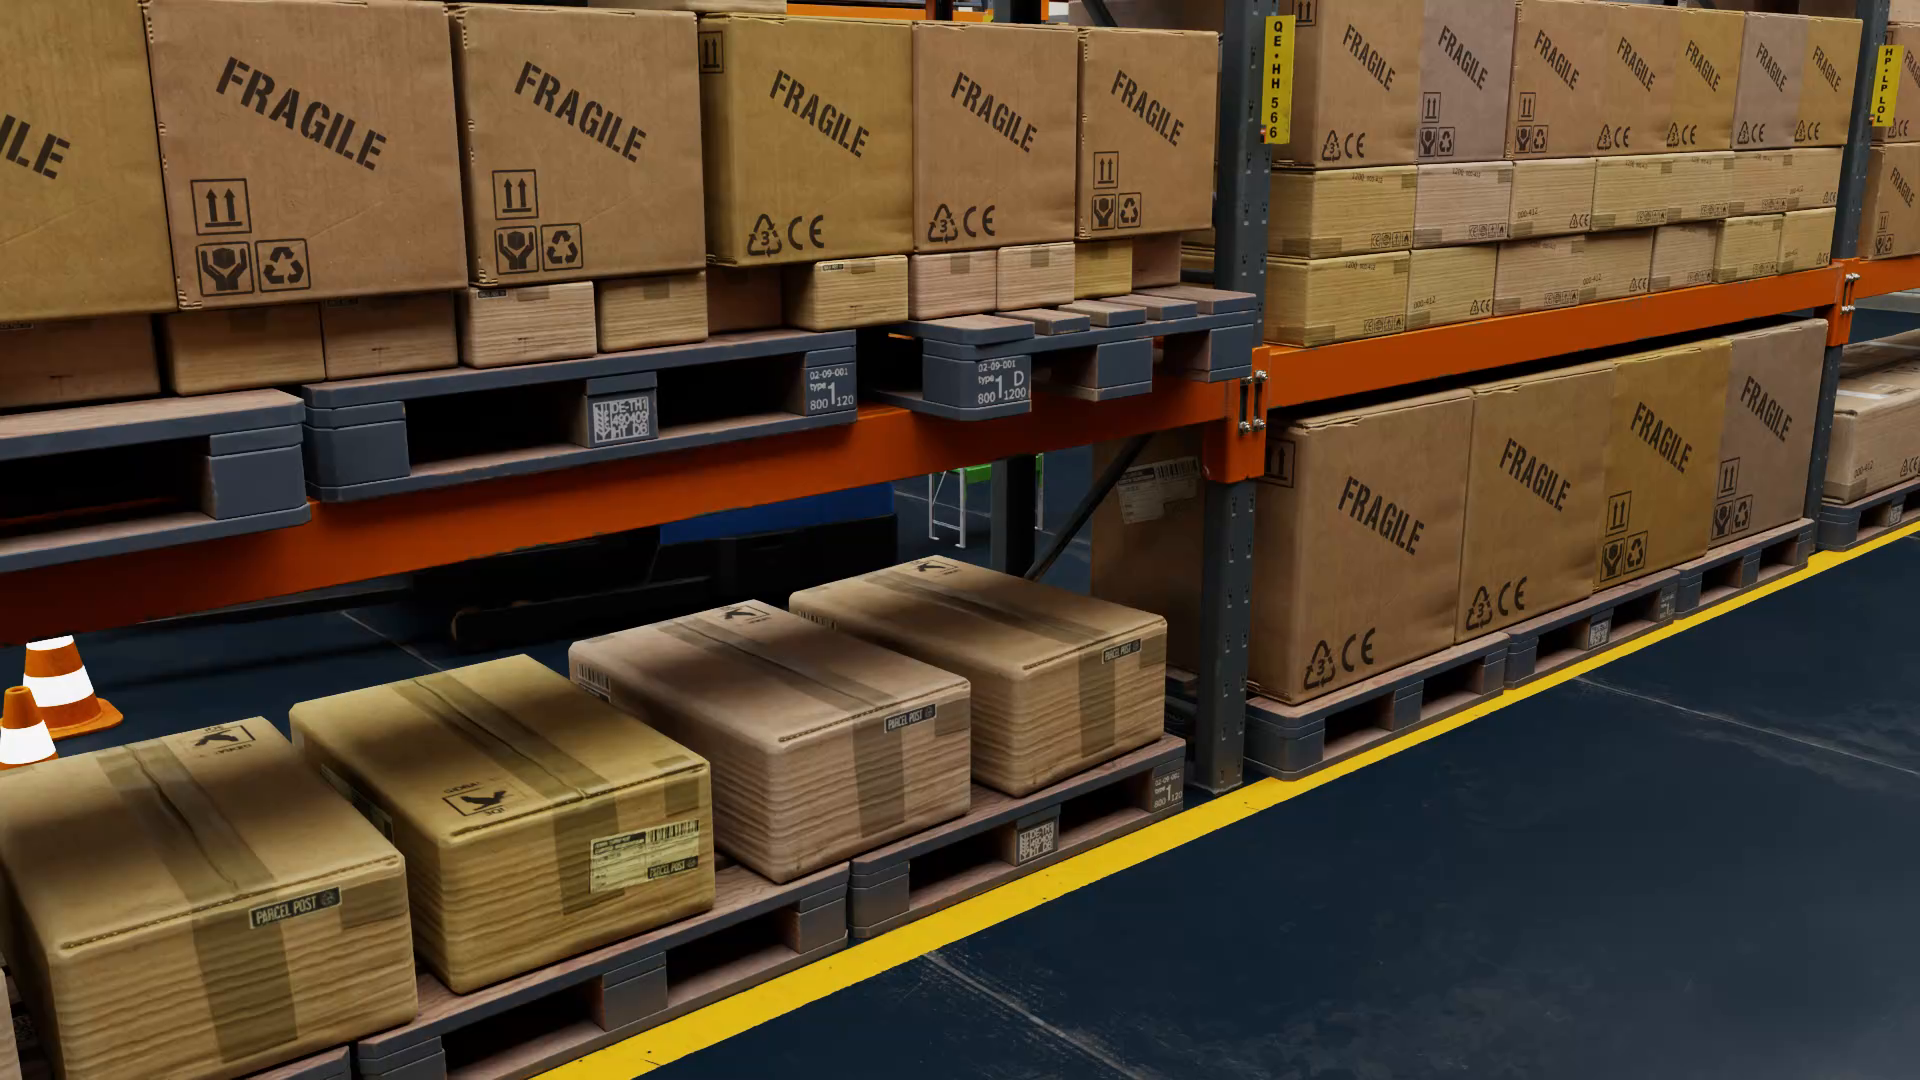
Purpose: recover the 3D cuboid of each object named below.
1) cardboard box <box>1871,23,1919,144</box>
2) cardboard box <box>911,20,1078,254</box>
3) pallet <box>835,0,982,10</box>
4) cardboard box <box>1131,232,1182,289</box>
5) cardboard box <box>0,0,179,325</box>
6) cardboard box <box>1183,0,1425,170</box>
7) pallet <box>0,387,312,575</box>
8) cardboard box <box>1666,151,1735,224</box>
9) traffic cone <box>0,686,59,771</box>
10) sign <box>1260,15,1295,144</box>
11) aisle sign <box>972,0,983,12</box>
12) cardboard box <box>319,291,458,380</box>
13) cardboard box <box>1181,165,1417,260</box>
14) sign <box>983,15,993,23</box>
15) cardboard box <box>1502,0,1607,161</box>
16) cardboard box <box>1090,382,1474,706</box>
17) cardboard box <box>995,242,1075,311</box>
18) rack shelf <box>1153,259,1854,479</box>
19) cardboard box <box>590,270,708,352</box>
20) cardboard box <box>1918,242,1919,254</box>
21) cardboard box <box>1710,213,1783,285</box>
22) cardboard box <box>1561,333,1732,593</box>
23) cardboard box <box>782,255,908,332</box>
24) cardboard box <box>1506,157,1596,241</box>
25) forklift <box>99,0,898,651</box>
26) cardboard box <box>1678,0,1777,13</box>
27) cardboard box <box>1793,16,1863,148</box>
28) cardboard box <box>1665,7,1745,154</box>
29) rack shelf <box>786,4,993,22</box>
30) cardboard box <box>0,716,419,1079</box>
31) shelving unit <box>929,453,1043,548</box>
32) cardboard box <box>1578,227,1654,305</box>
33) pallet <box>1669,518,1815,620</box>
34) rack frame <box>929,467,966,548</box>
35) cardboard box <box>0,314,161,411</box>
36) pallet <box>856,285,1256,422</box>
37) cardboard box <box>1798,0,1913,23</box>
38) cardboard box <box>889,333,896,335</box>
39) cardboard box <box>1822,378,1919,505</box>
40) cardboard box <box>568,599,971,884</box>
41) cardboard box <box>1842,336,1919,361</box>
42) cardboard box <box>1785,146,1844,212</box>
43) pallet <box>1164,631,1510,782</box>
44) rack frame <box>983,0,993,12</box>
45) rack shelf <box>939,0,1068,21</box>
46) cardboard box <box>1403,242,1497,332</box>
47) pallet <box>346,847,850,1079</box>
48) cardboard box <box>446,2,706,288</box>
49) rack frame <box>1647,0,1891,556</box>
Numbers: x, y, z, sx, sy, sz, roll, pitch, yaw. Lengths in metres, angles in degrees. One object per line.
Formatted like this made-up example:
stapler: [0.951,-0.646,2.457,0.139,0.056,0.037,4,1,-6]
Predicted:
cardboard box: [4.008,-2.039,7.438,0.500,0.500,0.500,-12,19,-39]
cardboard box: [-0.071,-0.970,3.986,0.500,0.500,0.500,-13,20,-40]
pallet: [-0.551,-5.359,16.360,1.213,0.211,1.003,-13,19,-39]
cardboard box: [0.379,-0.776,4.517,0.250,0.149,0.380,-12,19,-37]
cardboard box: [-1.626,-0.622,2.682,0.500,0.500,0.500,-13,19,-39]
cardboard box: [1.005,-1.363,4.910,0.500,0.500,0.500,-14,20,-41]
pallet: [-1.873,-0.127,2.784,1.213,0.211,1.003,-13,19,-39]
cardboard box: [2.558,-1.346,6.297,0.500,0.250,0.500,-12,19,-38]
traffic cone: [-2.529,0.625,4.515,0.334,0.463,0.336,-13,19,-39]
sign: [0.835,-1.213,4.389,0.005,0.325,0.100,-13,19,-39]
aisle sign: [0.253,-5.290,16.706,0.004,0.787,0.394,-13,19,-39]
cardboard box: [-1.154,-0.413,3.155,0.250,0.149,0.380,-12,19,-39]
cardboard box: [1.017,-1.003,5.014,0.500,0.250,0.500,-13,20,-40]
sign: [0.105,-1.463,5.171,0.005,0.325,0.100,-13,19,-39]
cardboard box: [1.773,-1.534,5.549,0.500,0.500,0.500,-12,19,-38]
cardboard box: [1.048,-0.073,5.515,0.875,0.875,0.875,-13,20,-40]
cardboard box: [0.064,-0.665,4.101,0.250,0.149,0.380,-13,20,-40]
rack shelf: [1.981,-0.787,6.279,4.000,0.370,1.077,-13,19,-39]
cardboard box: [-0.738,-0.498,3.476,0.250,0.149,0.380,-13,20,-41]
cardboard box: [4.398,-1.635,7.865,0.500,0.500,0.500,-12,19,-39]
cardboard box: [2.932,-1.190,6.684,0.500,0.250,0.500,-13,20,-40]
cardboard box: [2.398,-0.375,6.645,0.875,0.875,0.875,-12,19,-38]
cardboard box: [-0.330,-0.575,3.763,0.250,0.149,0.380,-12,19,-38]
cardboard box: [1.791,-1.172,5.648,0.500,0.250,0.500,-13,20,-40]
forklift: [-1.806,-1.157,6.400,3.031,2.935,1.130,-8,17,-28]
cardboard box: [3.513,-2.433,7.656,0.250,0.149,0.380,-13,20,-40]
cardboard box: [3.317,-1.880,6.846,0.500,0.500,0.500,-12,19,-38]
cardboard box: [2.537,-1.709,6.206,0.500,0.500,0.500,-12,19,-38]
rack shelf: [-1.507,-4.843,15.651,4.000,0.370,1.077,-13,19,-39]
cardboard box: [-1.611,0.736,3.459,0.625,0.372,0.950,-11,19,-36]
shelving unit: [0.125,-0.608,7.700,0.503,1.200,0.258,-13,19,-39]
cardboard box: [2.152,-1.020,6.047,0.500,0.250,0.500,-13,19,-39]
pallet: [2.957,0.019,7.270,1.213,0.211,1.003,-13,19,-39]
rack frame: [-0.059,-0.566,7.545,0.015,1.200,0.240,-13,19,-39]
cardboard box: [-1.563,-0.336,2.867,0.250,0.149,0.380,-11,19,-36]
pallet: [0.004,-0.562,4.413,1.003,0.211,1.213,-13,19,-39]
cardboard box: [3.898,-2.321,7.240,0.250,0.149,0.380,-13,20,-40]
cardboard box: [-0.616,-1.154,10.288,0.500,0.500,0.500,-13,20,-41]
cardboard box: [4.034,-0.524,8.051,0.875,0.438,0.875,-13,20,-40]
cardboard box: [-0.512,0.491,4.378,0.625,0.372,0.950,-13,20,-40]
cardboard box: [5.390,-0.828,9.190,0.875,0.438,0.875,-12,19,-38]
cardboard box: [3.317,-1.521,6.953,0.500,0.250,0.500,-13,20,-39]
pallet: [1.116,0.432,5.723,1.213,0.211,1.003,-13,19,-39]
rack frame: [0.002,-4.081,17.214,0.127,3.000,1.000,-13,19,-39]
rack shelf: [1.673,-3.861,11.972,4.000,0.370,1.077,-13,19,-39]
cardboard box: [1.382,-0.848,5.403,0.500,0.250,0.500,-13,20,-41]
pallet: [-1.038,0.889,4.013,1.213,0.211,1.003,-13,19,-39]
cardboard box: [-0.864,-0.792,3.319,0.500,0.500,0.500,-14,20,-42]
rack frame: [3.490,-1.474,7.455,0.127,3.000,1.000,-13,19,-39]
